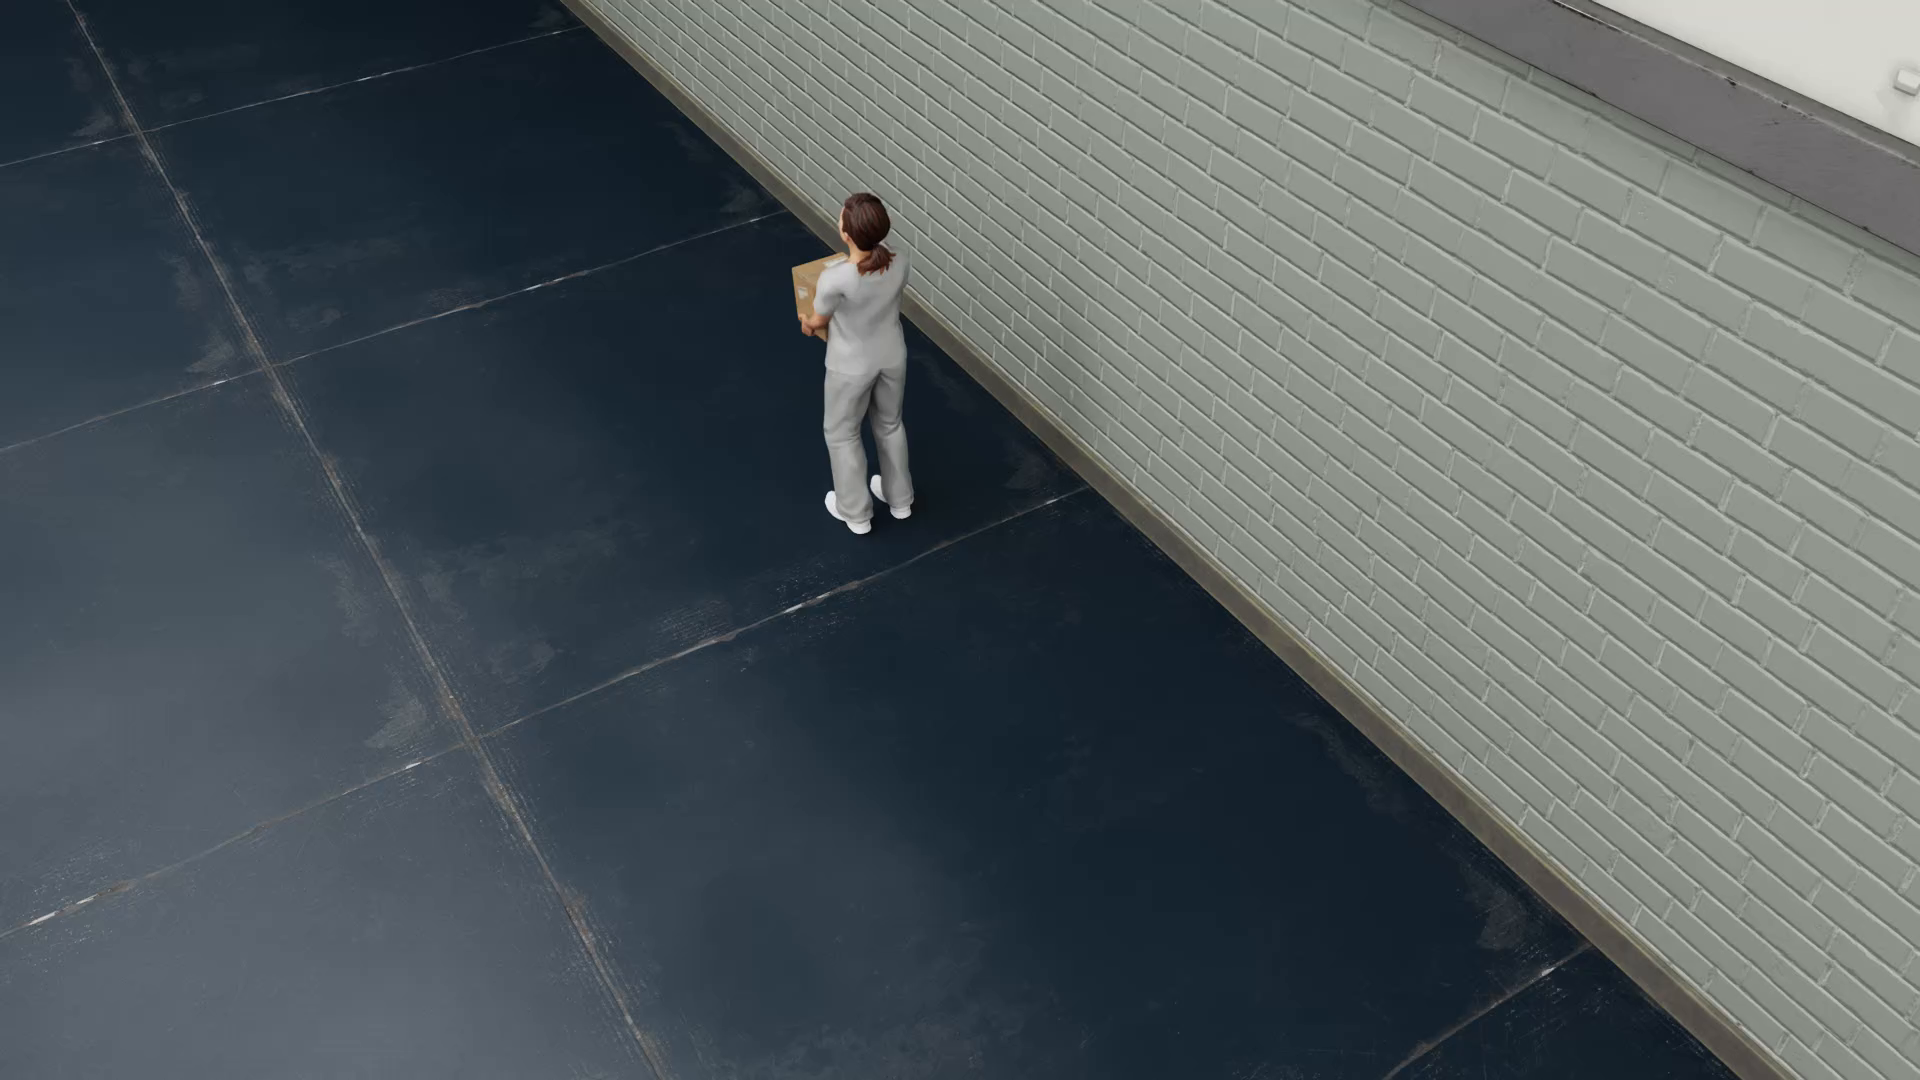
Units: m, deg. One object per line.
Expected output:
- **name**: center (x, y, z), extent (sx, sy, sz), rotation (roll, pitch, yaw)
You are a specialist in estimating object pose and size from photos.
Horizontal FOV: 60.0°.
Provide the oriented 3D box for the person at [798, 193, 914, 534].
- **person**: center (-0.436, -0.780, 7.068), extent (0.437, 1.662, 0.561), rotation (-22, 46, -24)
